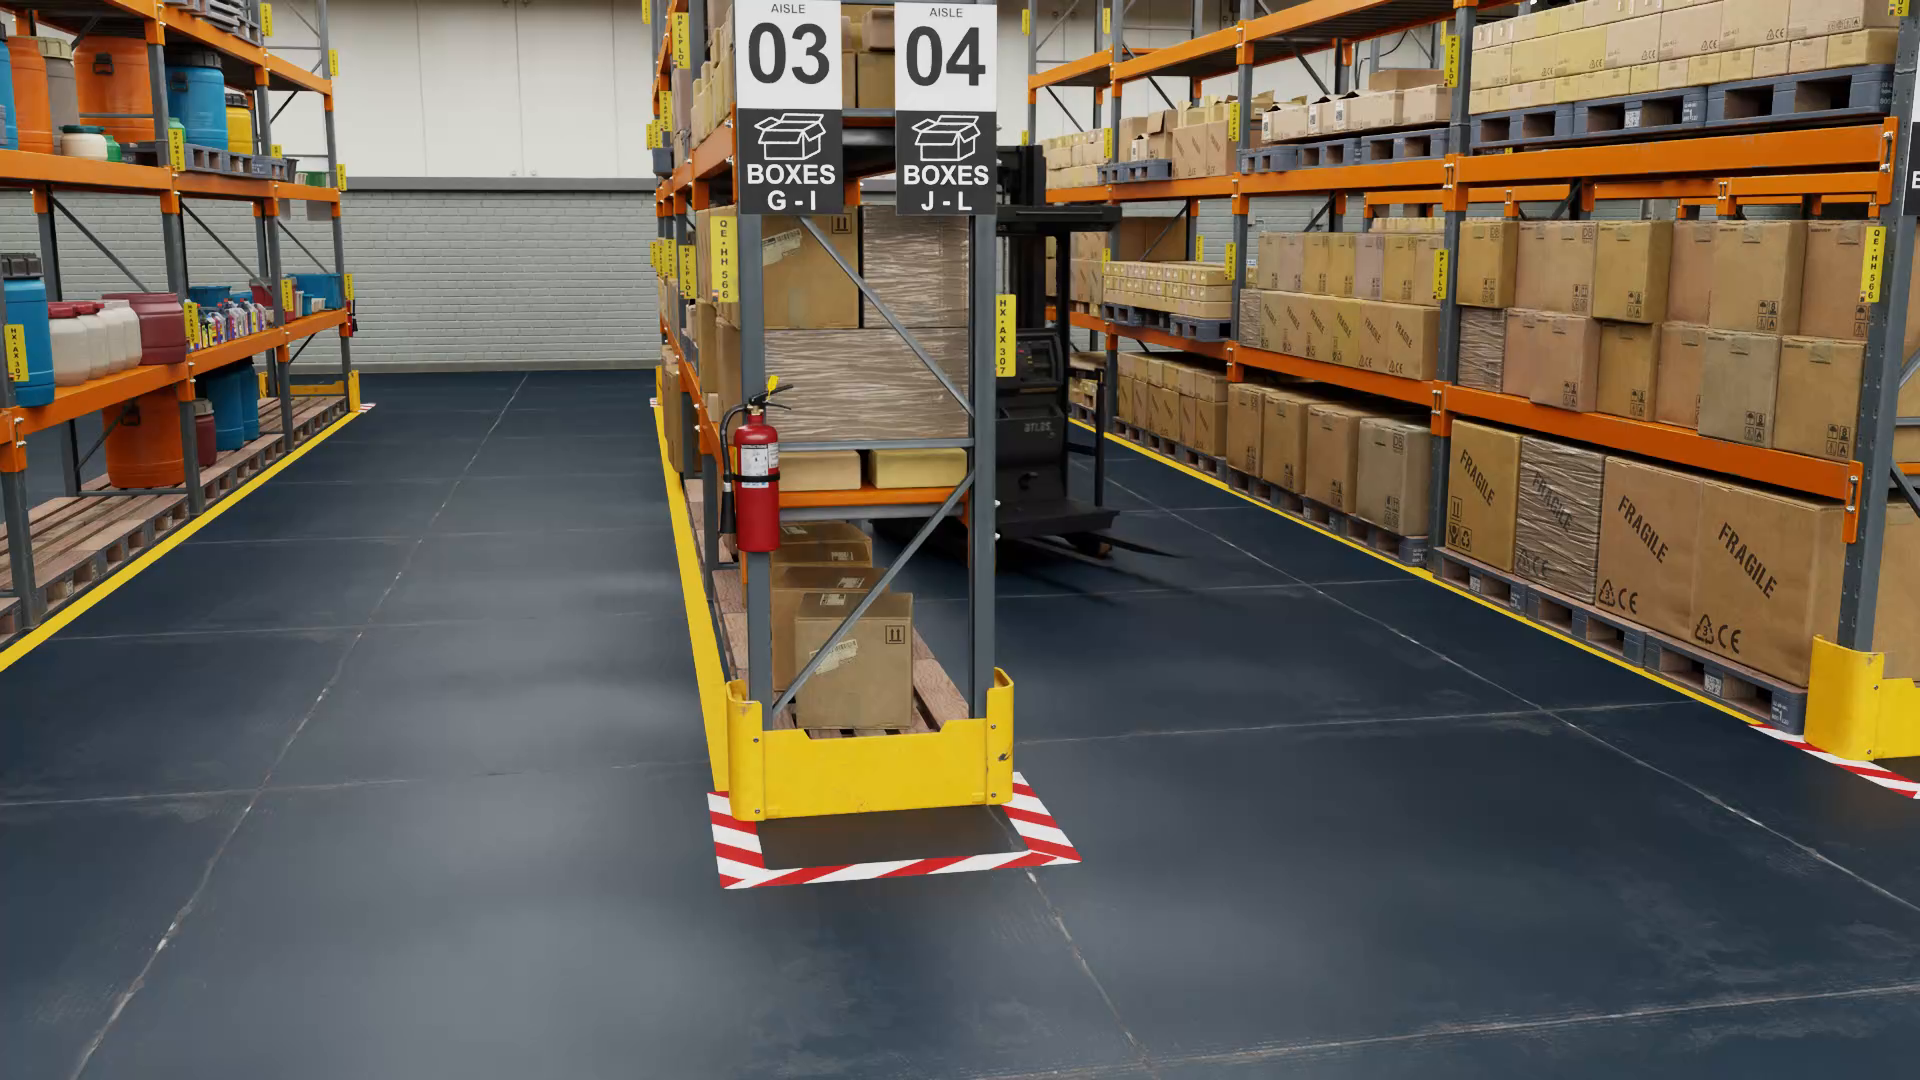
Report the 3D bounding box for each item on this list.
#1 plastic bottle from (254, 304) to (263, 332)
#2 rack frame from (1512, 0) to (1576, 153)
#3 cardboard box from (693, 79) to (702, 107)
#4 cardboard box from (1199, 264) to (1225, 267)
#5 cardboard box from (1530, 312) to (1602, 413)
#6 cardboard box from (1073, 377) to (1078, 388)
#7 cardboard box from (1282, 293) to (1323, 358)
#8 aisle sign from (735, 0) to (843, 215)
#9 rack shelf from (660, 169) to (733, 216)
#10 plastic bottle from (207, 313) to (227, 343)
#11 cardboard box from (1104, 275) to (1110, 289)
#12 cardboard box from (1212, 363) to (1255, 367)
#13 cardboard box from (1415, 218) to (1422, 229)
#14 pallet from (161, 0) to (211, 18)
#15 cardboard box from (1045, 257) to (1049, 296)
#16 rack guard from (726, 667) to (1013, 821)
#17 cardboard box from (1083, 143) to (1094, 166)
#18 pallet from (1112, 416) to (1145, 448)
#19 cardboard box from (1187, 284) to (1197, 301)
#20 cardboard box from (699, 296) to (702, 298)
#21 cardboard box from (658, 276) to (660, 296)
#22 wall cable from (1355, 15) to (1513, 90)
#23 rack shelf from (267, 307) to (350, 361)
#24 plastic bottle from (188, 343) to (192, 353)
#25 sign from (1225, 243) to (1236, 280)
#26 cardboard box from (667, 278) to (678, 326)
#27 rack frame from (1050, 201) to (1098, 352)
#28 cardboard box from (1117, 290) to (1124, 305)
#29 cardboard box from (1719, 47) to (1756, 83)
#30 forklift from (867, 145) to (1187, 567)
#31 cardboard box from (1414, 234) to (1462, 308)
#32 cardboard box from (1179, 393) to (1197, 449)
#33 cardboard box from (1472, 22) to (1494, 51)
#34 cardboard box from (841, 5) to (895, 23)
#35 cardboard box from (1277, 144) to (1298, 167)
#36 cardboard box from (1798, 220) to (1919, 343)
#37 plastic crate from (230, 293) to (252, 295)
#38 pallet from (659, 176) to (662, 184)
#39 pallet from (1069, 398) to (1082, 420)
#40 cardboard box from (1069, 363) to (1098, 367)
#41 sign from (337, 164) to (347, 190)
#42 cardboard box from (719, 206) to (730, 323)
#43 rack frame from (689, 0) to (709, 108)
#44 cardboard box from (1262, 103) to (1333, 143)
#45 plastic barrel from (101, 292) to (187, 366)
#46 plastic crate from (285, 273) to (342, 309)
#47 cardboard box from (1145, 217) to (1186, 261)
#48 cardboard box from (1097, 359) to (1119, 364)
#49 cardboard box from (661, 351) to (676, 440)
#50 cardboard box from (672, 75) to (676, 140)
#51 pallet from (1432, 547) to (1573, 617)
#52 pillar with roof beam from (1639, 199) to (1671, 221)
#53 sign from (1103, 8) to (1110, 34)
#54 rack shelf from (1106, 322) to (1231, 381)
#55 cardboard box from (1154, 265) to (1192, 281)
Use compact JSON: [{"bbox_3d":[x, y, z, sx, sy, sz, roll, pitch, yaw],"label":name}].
[{"bbox_3d":[-7.068,-2.235,16.730,0.061,0.283,0.133,-2,11,-11],"label":"plastic bottle"},{"bbox_3d":[7.028,-5.881,19.530,1.000,3.000,0.127,-2,11,-11],"label":"rack frame"},{"bbox_3d":[-1.376,-2.632,9.813,0.380,0.149,0.250,-2,11,-13],"label":"cardboard box"},{"bbox_3d":[2.714,-2.805,17.371,0.380,0.149,0.250,-3,11,-14],"label":"cardboard box"},{"bbox_3d":[3.950,-1.072,9.904,0.875,0.550,0.550,-2,11,-11],"label":"cardboard box"},{"bbox_3d":[1.631,-1.977,20.768,0.380,0.149,0.250,-3,11,-14],"label":"cardboard box"},{"bbox_3d":[2.991,-1.774,13.725,0.500,0.500,0.500,-2,11,-11],"label":"cardboard box"},{"bbox_3d":[-0.642,-1.628,6.274,0.394,0.787,0.004,-2,11,-11],"label":"aisle sign"},{"bbox_3d":[-2.304,-3.327,16.057,1.077,0.370,4.000,-2,11,-11],"label":"rack shelf"},{"bbox_3d":[-6.810,-1.945,15.224,0.152,0.276,0.135,-2,11,-11],"label":"plastic bottle"},{"bbox_3d":[1.817,-2.876,18.537,0.380,0.149,0.250,-2,11,-10],"label":"cardboard box"},{"bbox_3d":[2.891,-1.668,16.997,0.500,0.250,0.500,-2,11,-11],"label":"cardboard box"},{"bbox_3d":[6.285,-4.213,22.134,0.380,0.149,0.250,-2,11,-10],"label":"cardboard box"},{"bbox_3d":[-6.884,-4.452,13.592,1.213,0.211,1.003,-2,11,-11],"label":"pallet"},{"bbox_3d":[1.359,-3.475,21.869,0.500,0.500,0.500,-2,11,-11],"label":"cardboard box"},{"bbox_3d":[-0.374,0.841,6.942,1.175,0.500,0.348,-2,11,-11],"label":"rack guard"},{"bbox_3d":[1.763,-4.553,19.635,0.500,0.250,0.500,-3,11,-13],"label":"cardboard box"},{"bbox_3d":[2.345,-1.223,18.559,1.003,0.211,1.213,-2,11,-11],"label":"pallet"},{"bbox_3d":[2.373,-2.354,15.796,0.380,0.149,0.250,-2,11,-9],"label":"cardboard box"},{"bbox_3d":[-1.110,-1.217,10.006,0.875,0.500,0.500,-2,11,-11],"label":"cardboard box"},{"bbox_3d":[-3.643,-3.282,21.524,0.500,0.250,0.500,-2,11,-13],"label":"cardboard box"},{"bbox_3d":[8.345,-7.788,29.446,2.988,3.039,0.133,-2,11,-11],"label":"wall cable"},{"bbox_3d":[-7.941,-2.407,19.246,1.077,0.370,4.000,-2,11,-11],"label":"rack shelf"},{"bbox_3d":[-6.536,-1.710,14.005,0.097,0.271,0.097,0,11,0],"label":"plastic bottle"},{"bbox_3d":[2.439,-2.511,14.980,0.100,0.325,0.005,-2,11,-11],"label":"sign"},{"bbox_3d":[-2.849,-2.530,17.697,0.500,0.500,0.500,-2,11,-11],"label":"cardboard box"},{"bbox_3d":[1.414,-3.469,22.903,1.000,3.000,0.127,-2,11,-11],"label":"rack frame"},{"bbox_3d":[1.922,-2.633,18.057,0.380,0.149,0.250,-2,11,-11],"label":"cardboard box"},{"bbox_3d":[3.981,-2.329,8.169,0.380,0.149,0.250,-2,11,-10],"label":"cardboard box"},{"bbox_3d":[0.445,-1.329,11.839,1.130,2.935,3.031,-6,12,-30],"label":"forklift"},{"bbox_3d":[3.645,-1.900,11.714,0.700,0.500,0.500,-2,11,-12],"label":"cardboard box"},{"bbox_3d":[2.488,-1.187,16.473,0.500,0.500,0.500,-2,11,-9],"label":"cardboard box"},{"bbox_3d":[3.485,-3.187,10.544,0.380,0.149,0.250,-2,11,-10],"label":"cardboard box"},{"bbox_3d":[-0.383,-2.570,7.752,0.500,0.500,0.500,-2,11,-11],"label":"cardboard box"},{"bbox_3d":[3.120,-3.639,15.505,0.500,0.500,0.500,-2,11,-11],"label":"cardboard box"},{"bbox_3d":[4.491,-1.209,7.735,0.875,0.550,0.550,-2,11,-11],"label":"cardboard box"},{"bbox_3d":[-8.348,-2.776,19.546,0.416,0.233,0.300,-2,11,-11],"label":"plastic crate"},{"bbox_3d":[-3.076,-4.378,19.889,1.003,0.211,1.213,-2,11,-11],"label":"pallet"},{"bbox_3d":[1.786,-1.712,21.127,1.003,0.211,1.213,-2,11,-11],"label":"pallet"},{"bbox_3d":[1.541,-2.126,20.756,0.380,0.149,0.250,-3,11,-13],"label":"cardboard box"},{"bbox_3d":[-7.793,-4.573,20.956,0.100,0.325,0.005,-2,11,-11],"label":"sign"},{"bbox_3d":[-0.812,-1.243,7.467,0.500,0.500,0.500,-2,11,-11],"label":"cardboard box"},{"bbox_3d":[-1.137,-4.054,9.928,1.000,3.000,0.127,-2,11,-11],"label":"rack frame"},{"bbox_3d":[2.895,-3.547,14.133,0.500,0.311,0.500,-2,11,-11],"label":"cardboard box"},{"bbox_3d":[-6.386,-1.653,12.995,0.600,0.536,0.708,-2,11,-11],"label":"plastic barrel"},{"bbox_3d":[-8.081,-3.120,20.810,0.616,0.435,0.499,-2,11,-11],"label":"plastic crate"},{"bbox_3d":[2.343,-3.514,19.399,0.500,0.500,0.500,-2,11,-10],"label":"cardboard box"},{"bbox_3d":[1.970,-2.239,21.349,0.380,0.149,0.250,-3,11,-13],"label":"cardboard box"},{"bbox_3d":[-2.375,-1.456,16.883,1.225,0.875,0.875,-3,11,-13],"label":"cardboard box"},{"bbox_3d":[-2.076,-3.513,13.505,0.500,0.500,0.500,-2,11,-10],"label":"cardboard box"},{"bbox_3d":[3.819,0.244,10.852,1.003,0.211,1.213,-2,11,-11],"label":"pallet"},{"bbox_3d":[7.255,-7.167,26.285,9.100,9.000,0.400,-2,11,-11],"label":"pillar with roof beam"},{"bbox_3d":[1.962,-6.970,22.326,0.100,0.325,0.005,-2,11,-11],"label":"sign"},{"bbox_3d":[2.581,-2.016,17.188,1.077,0.370,4.000,-2,11,-11],"label":"rack shelf"},{"bbox_3d":[2.175,-2.688,16.753,0.380,0.149,0.250,-2,11,-8],"label":"cardboard box"}]
